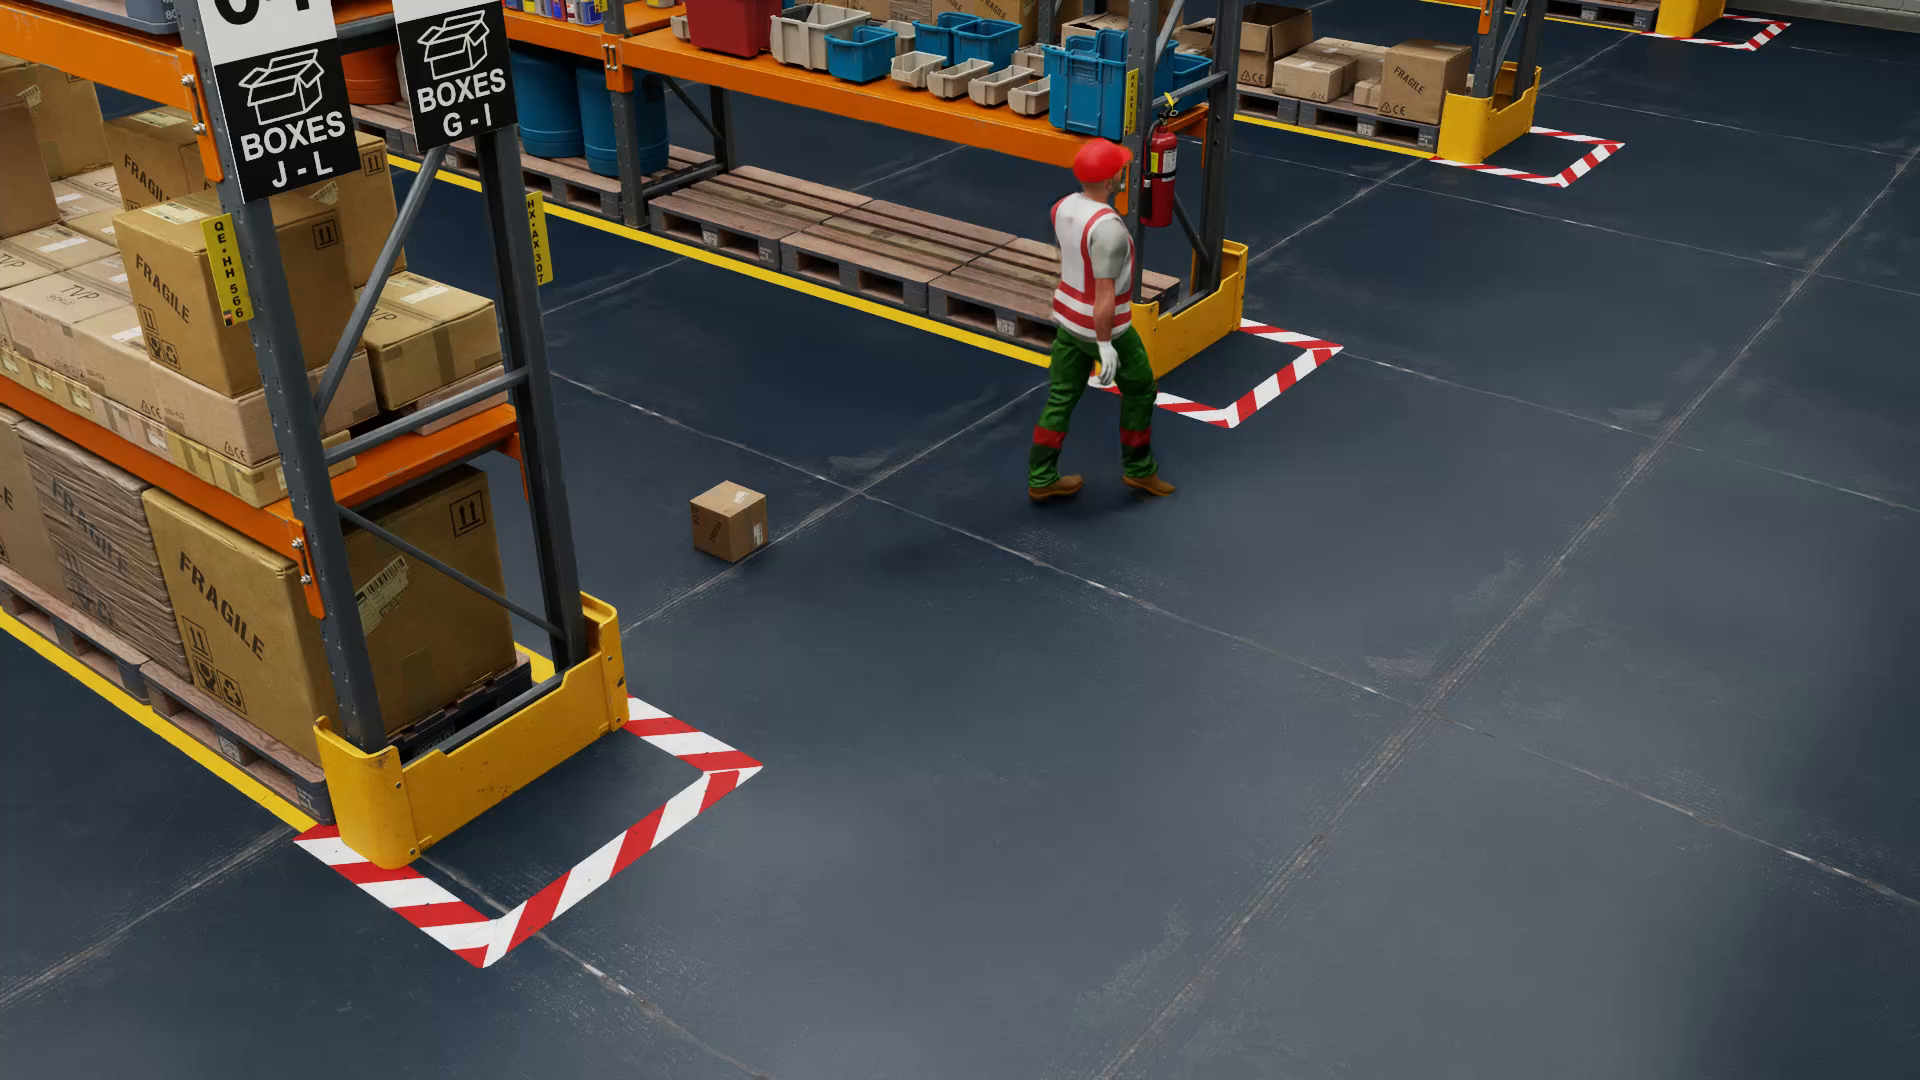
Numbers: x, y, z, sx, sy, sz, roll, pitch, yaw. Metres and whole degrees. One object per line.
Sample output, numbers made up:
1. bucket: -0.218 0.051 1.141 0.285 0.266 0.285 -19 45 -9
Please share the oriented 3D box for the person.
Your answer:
1. person: 0.679 -0.993 7.798 0.727 1.830 0.595 -18 35 -27
